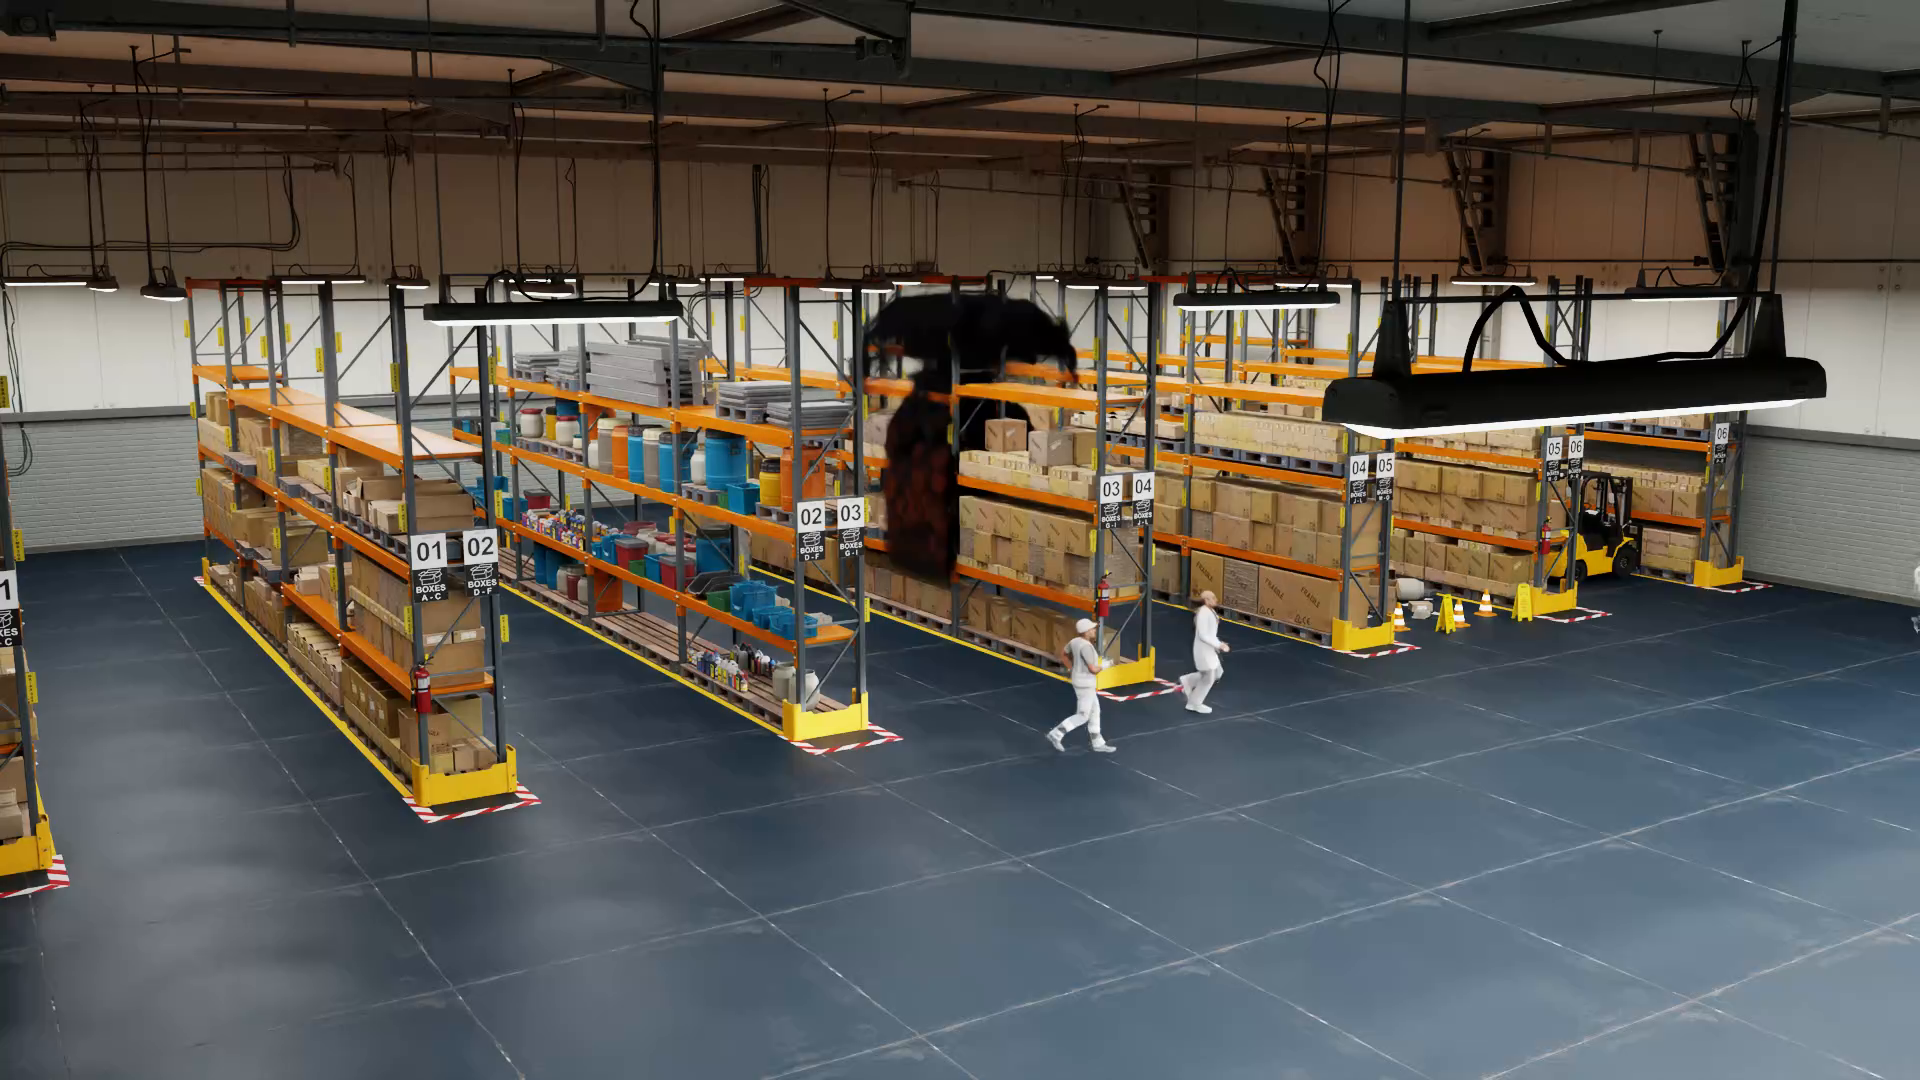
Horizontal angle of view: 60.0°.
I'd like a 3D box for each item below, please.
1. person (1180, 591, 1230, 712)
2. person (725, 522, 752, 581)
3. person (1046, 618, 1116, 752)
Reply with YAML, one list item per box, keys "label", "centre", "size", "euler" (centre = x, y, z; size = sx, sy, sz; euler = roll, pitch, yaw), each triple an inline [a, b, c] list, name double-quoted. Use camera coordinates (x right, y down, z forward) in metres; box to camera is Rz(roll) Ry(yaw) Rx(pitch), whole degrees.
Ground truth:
- label: "person"
  centre: [3.472, 1.565, 23.547]
  size: [0.702, 1.741, 0.742]
  euler: [2, 10, 14]
- label: "person"
  centre: [-4.363, 0.066, 32.760]
  size: [0.589, 1.649, 0.811]
  euler: [-6, 11, -33]
- label: "person"
  centre: [1.564, 1.878, 21.336]
  size: [0.941, 1.774, 0.665]
  euler: [-2, 10, -9]
